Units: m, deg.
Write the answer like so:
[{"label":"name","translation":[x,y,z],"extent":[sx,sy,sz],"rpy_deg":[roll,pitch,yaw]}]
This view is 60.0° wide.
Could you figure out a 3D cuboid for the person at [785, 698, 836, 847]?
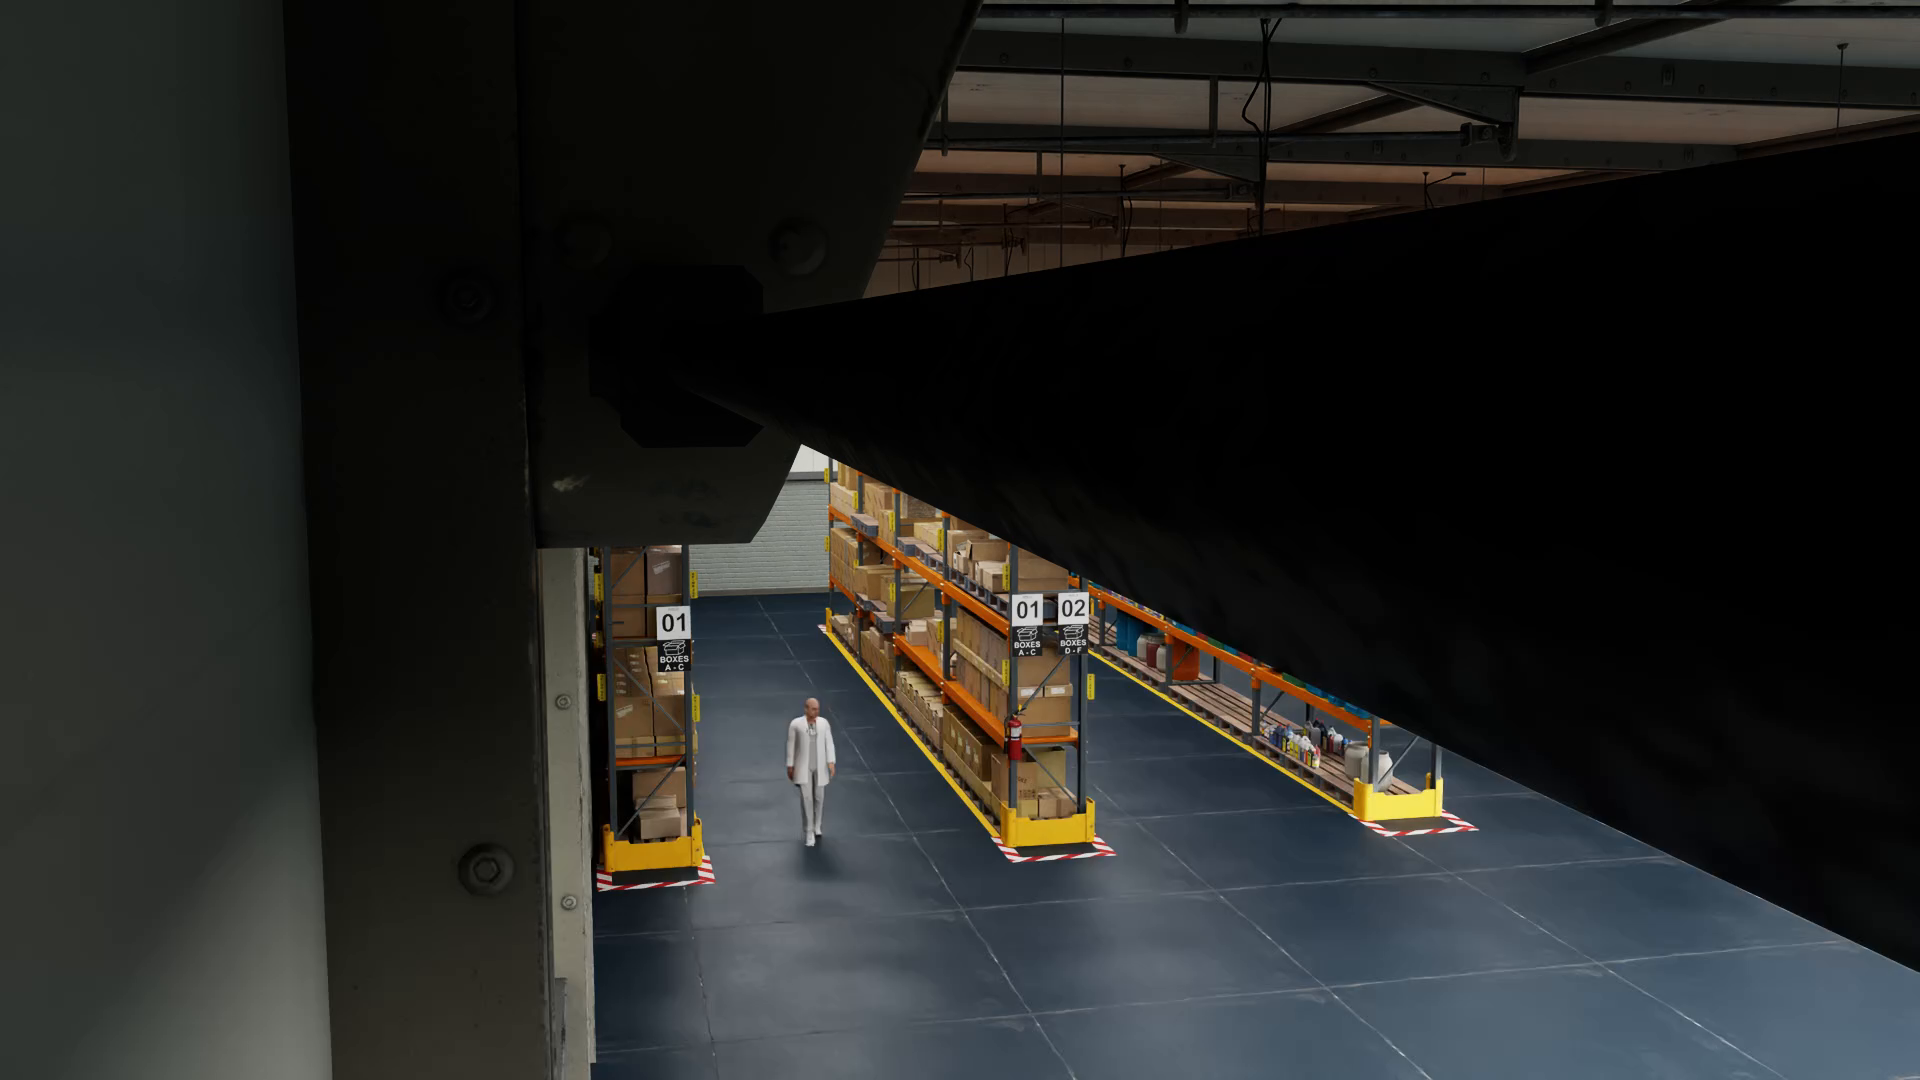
[{"label":"person","translation":[-1.874,2.948,21.247],"extent":[0.620,1.803,0.746],"rpy_deg":[-3,7,-21]}]

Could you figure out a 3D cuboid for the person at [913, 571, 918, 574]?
[{"label":"person","translation":[-1.007,0.987,38.007],"extent":[0.589,1.659,0.499],"rpy_deg":[0,7,3]}]
